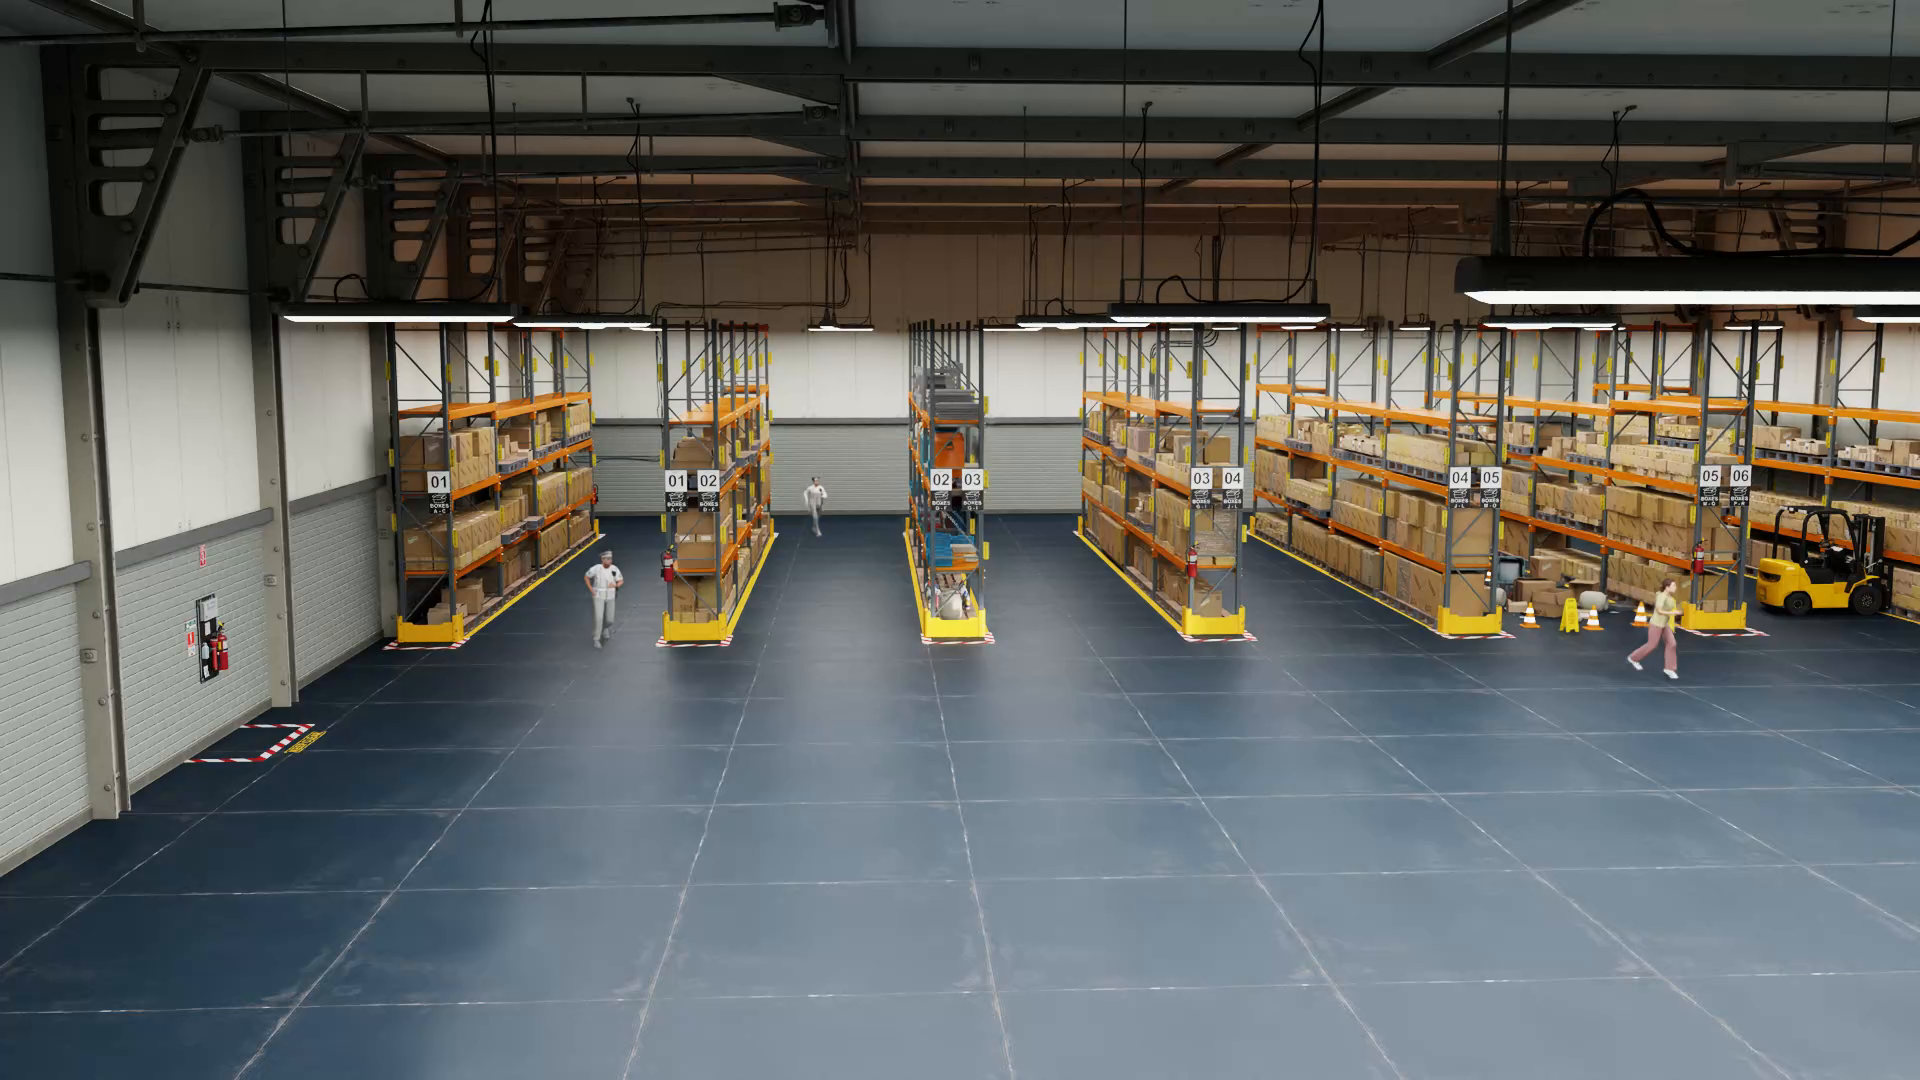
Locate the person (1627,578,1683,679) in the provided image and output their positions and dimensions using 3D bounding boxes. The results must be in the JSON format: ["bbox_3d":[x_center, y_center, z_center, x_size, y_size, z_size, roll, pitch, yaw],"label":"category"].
[{"bbox_3d":[11.701,1.475,27.968,0.890,1.715,0.591,6,9,41],"label":"person"}]

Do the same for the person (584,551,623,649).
[{"bbox_3d":[-6.579,1.073,30.867,0.685,1.765,0.927,-4,8,-28],"label":"person"}]

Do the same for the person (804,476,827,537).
[{"bbox_3d":[-4.097,-0.981,47.279,0.609,1.684,0.942,-3,8,-21],"label":"person"}]
